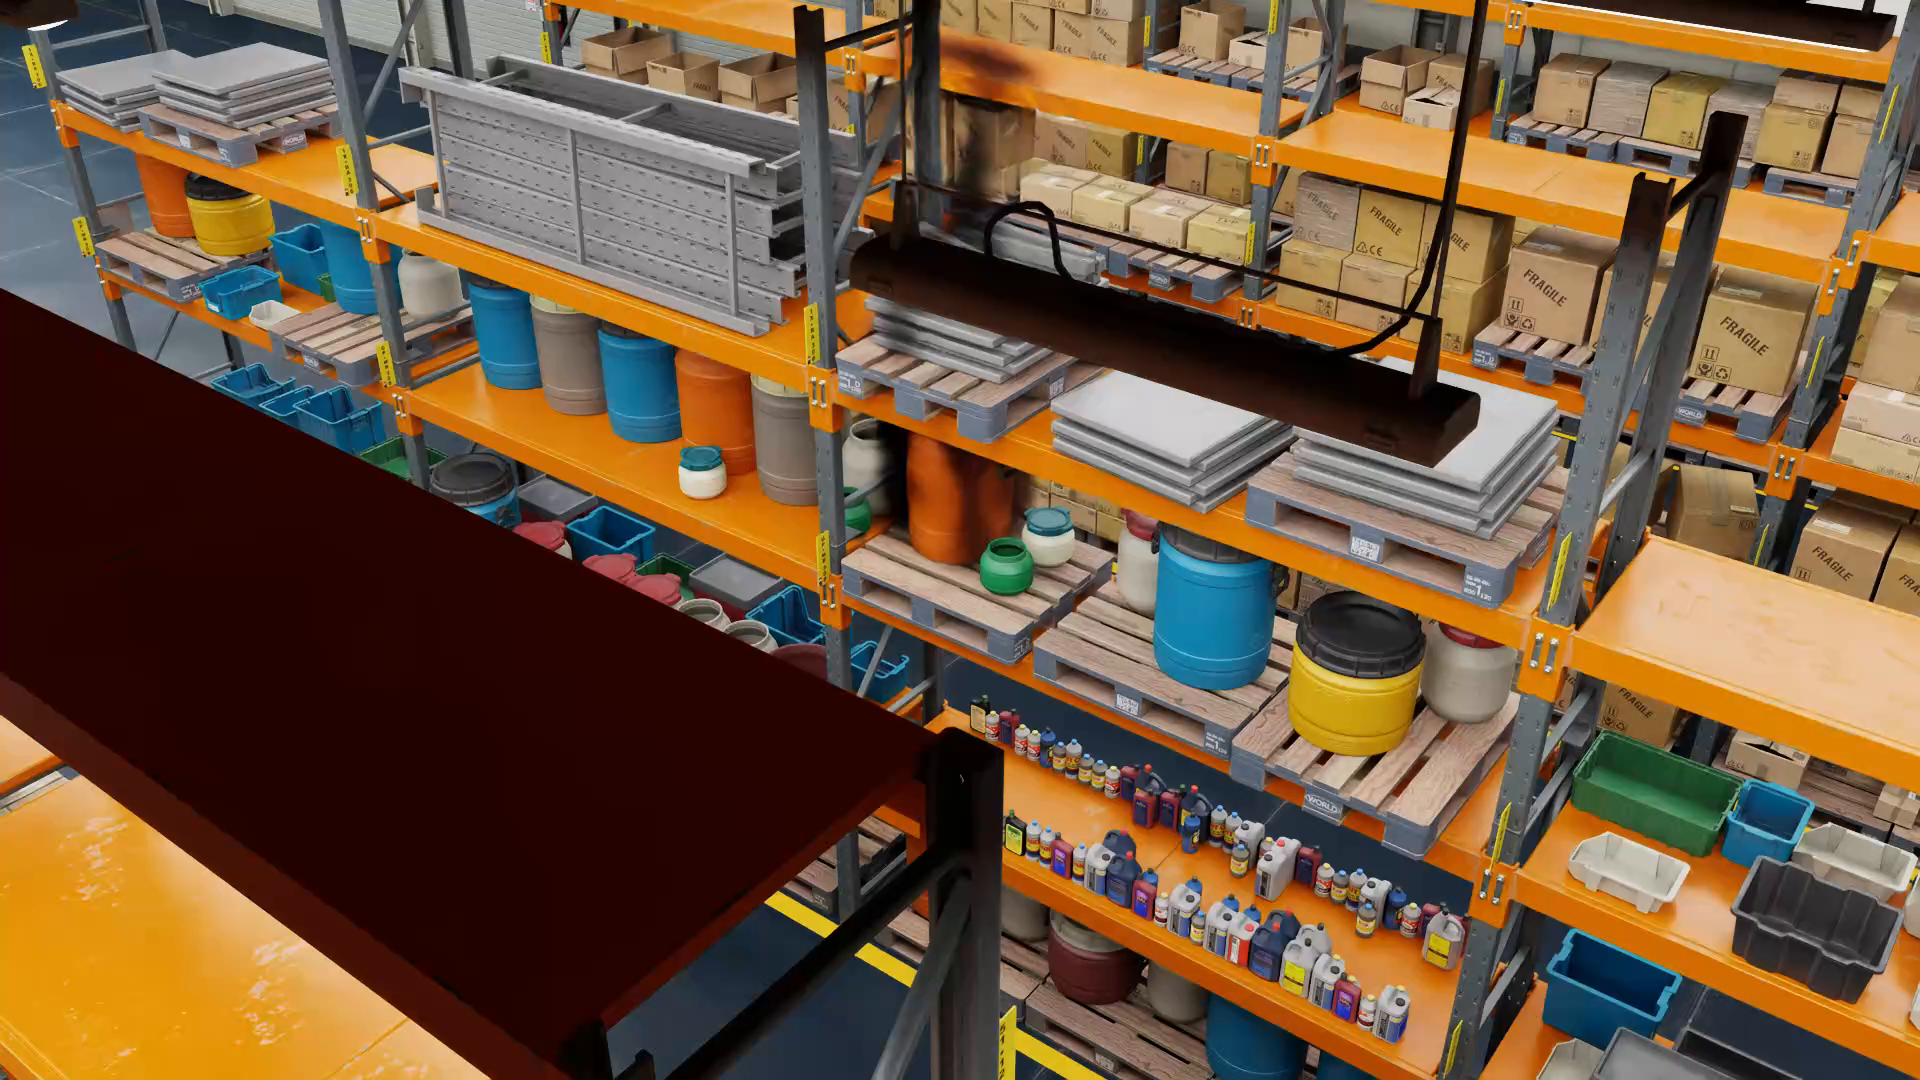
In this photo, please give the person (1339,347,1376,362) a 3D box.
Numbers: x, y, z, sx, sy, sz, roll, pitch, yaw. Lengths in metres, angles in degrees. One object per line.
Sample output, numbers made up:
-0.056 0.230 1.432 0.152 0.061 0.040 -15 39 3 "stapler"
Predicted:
3.768 -1.531 16.205 0.553 1.661 0.570 14 34 22 "person"
